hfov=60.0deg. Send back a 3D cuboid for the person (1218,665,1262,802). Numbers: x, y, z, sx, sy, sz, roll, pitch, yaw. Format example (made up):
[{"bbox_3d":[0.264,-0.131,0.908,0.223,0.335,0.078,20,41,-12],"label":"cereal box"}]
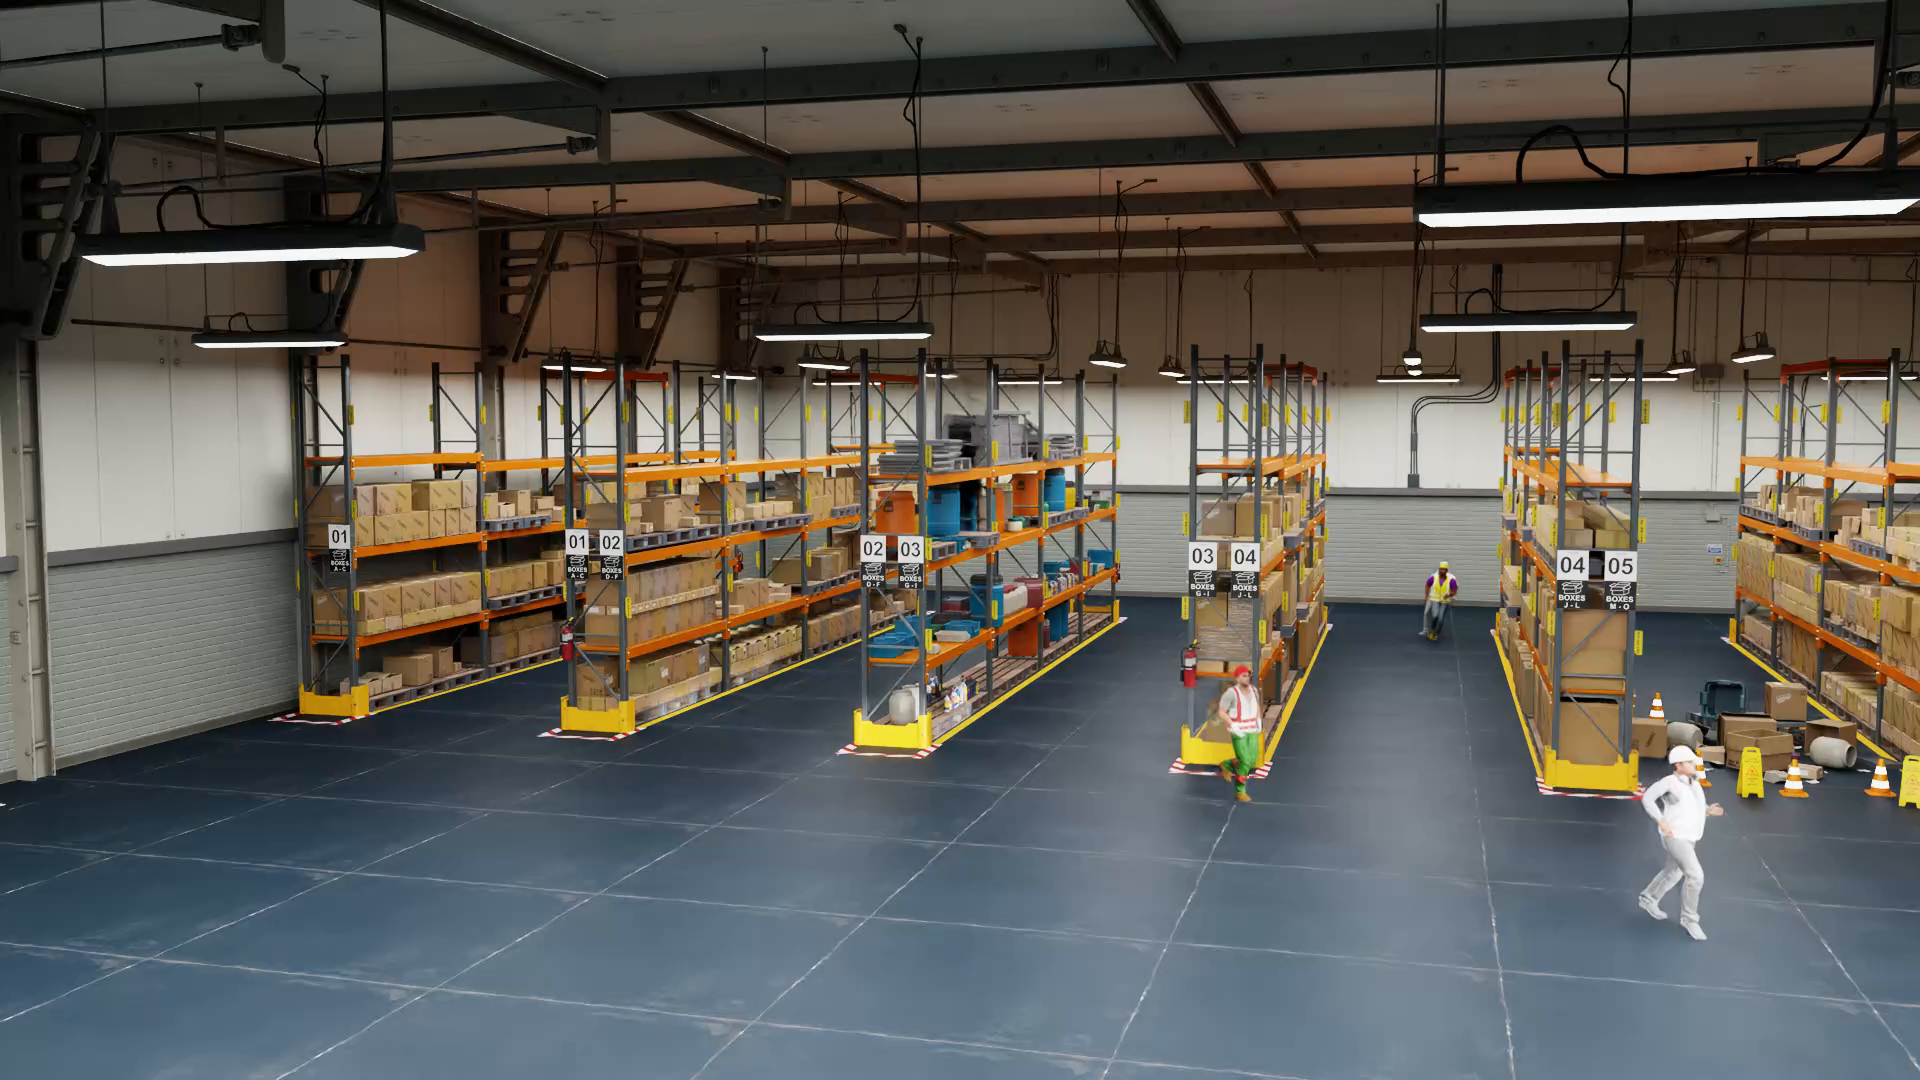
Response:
[{"bbox_3d":[3.651,2.503,21.757,0.674,1.765,0.690,-2,5,-29],"label":"person"}]

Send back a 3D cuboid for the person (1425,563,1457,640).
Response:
[{"bbox_3d":[10.619,1.376,36.740,0.692,1.724,0.594,1,4,17],"label":"person"}]

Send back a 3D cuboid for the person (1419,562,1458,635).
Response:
[{"bbox_3d":[10.966,1.330,37.905,0.761,1.693,0.728,4,6,44],"label":"person"}]

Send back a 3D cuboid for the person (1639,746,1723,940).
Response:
[{"bbox_3d":[6.990,2.912,16.166,0.641,1.837,0.794,-4,6,-42],"label":"person"}]

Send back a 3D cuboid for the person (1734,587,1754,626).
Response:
[{"bbox_3d":[17.891,1.378,37.775,0.695,1.624,0.649,3,5,37],"label":"person"}]
